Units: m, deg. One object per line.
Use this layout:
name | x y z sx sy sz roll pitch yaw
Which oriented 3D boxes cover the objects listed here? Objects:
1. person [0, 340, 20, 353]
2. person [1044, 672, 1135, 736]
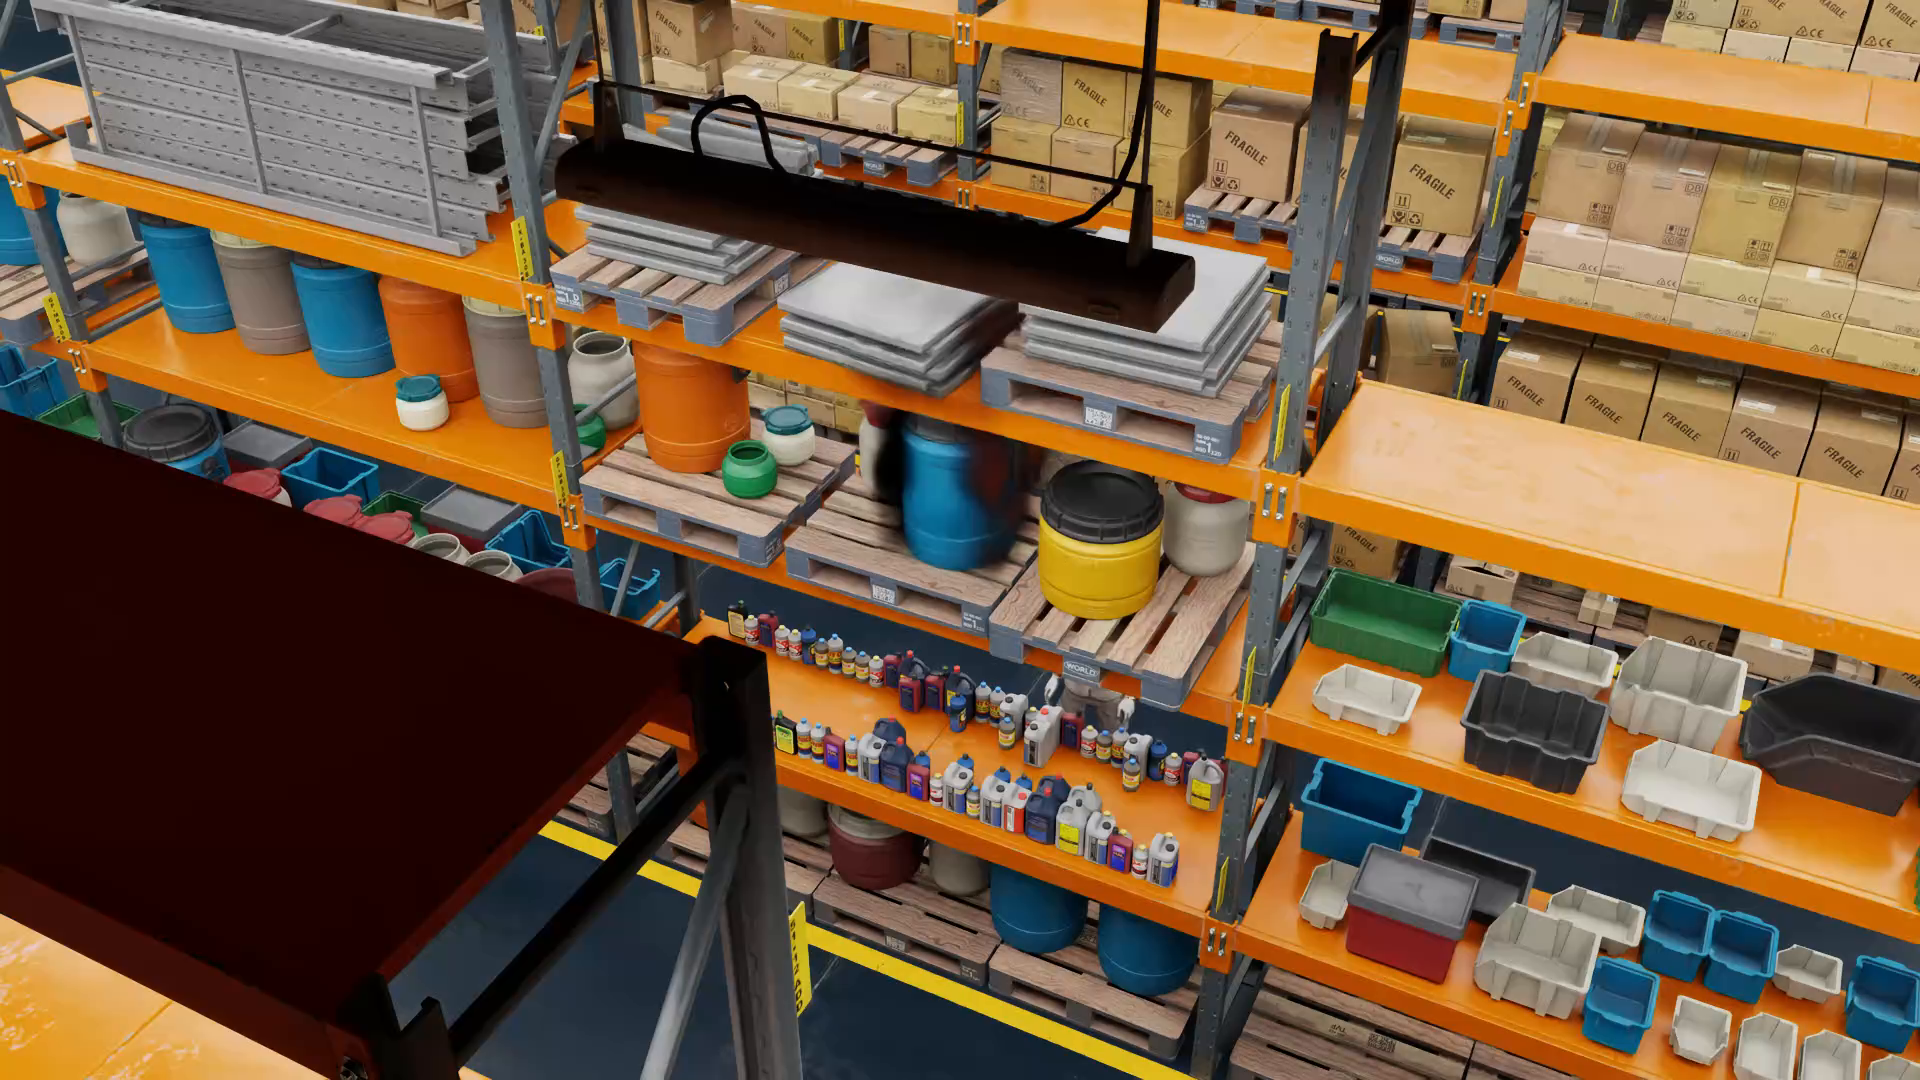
person | -8.970 -1.950 15.294 0.688 1.619 0.410 4 35 6
person | 0.858 0.997 10.858 0.621 1.782 0.476 9 36 12
